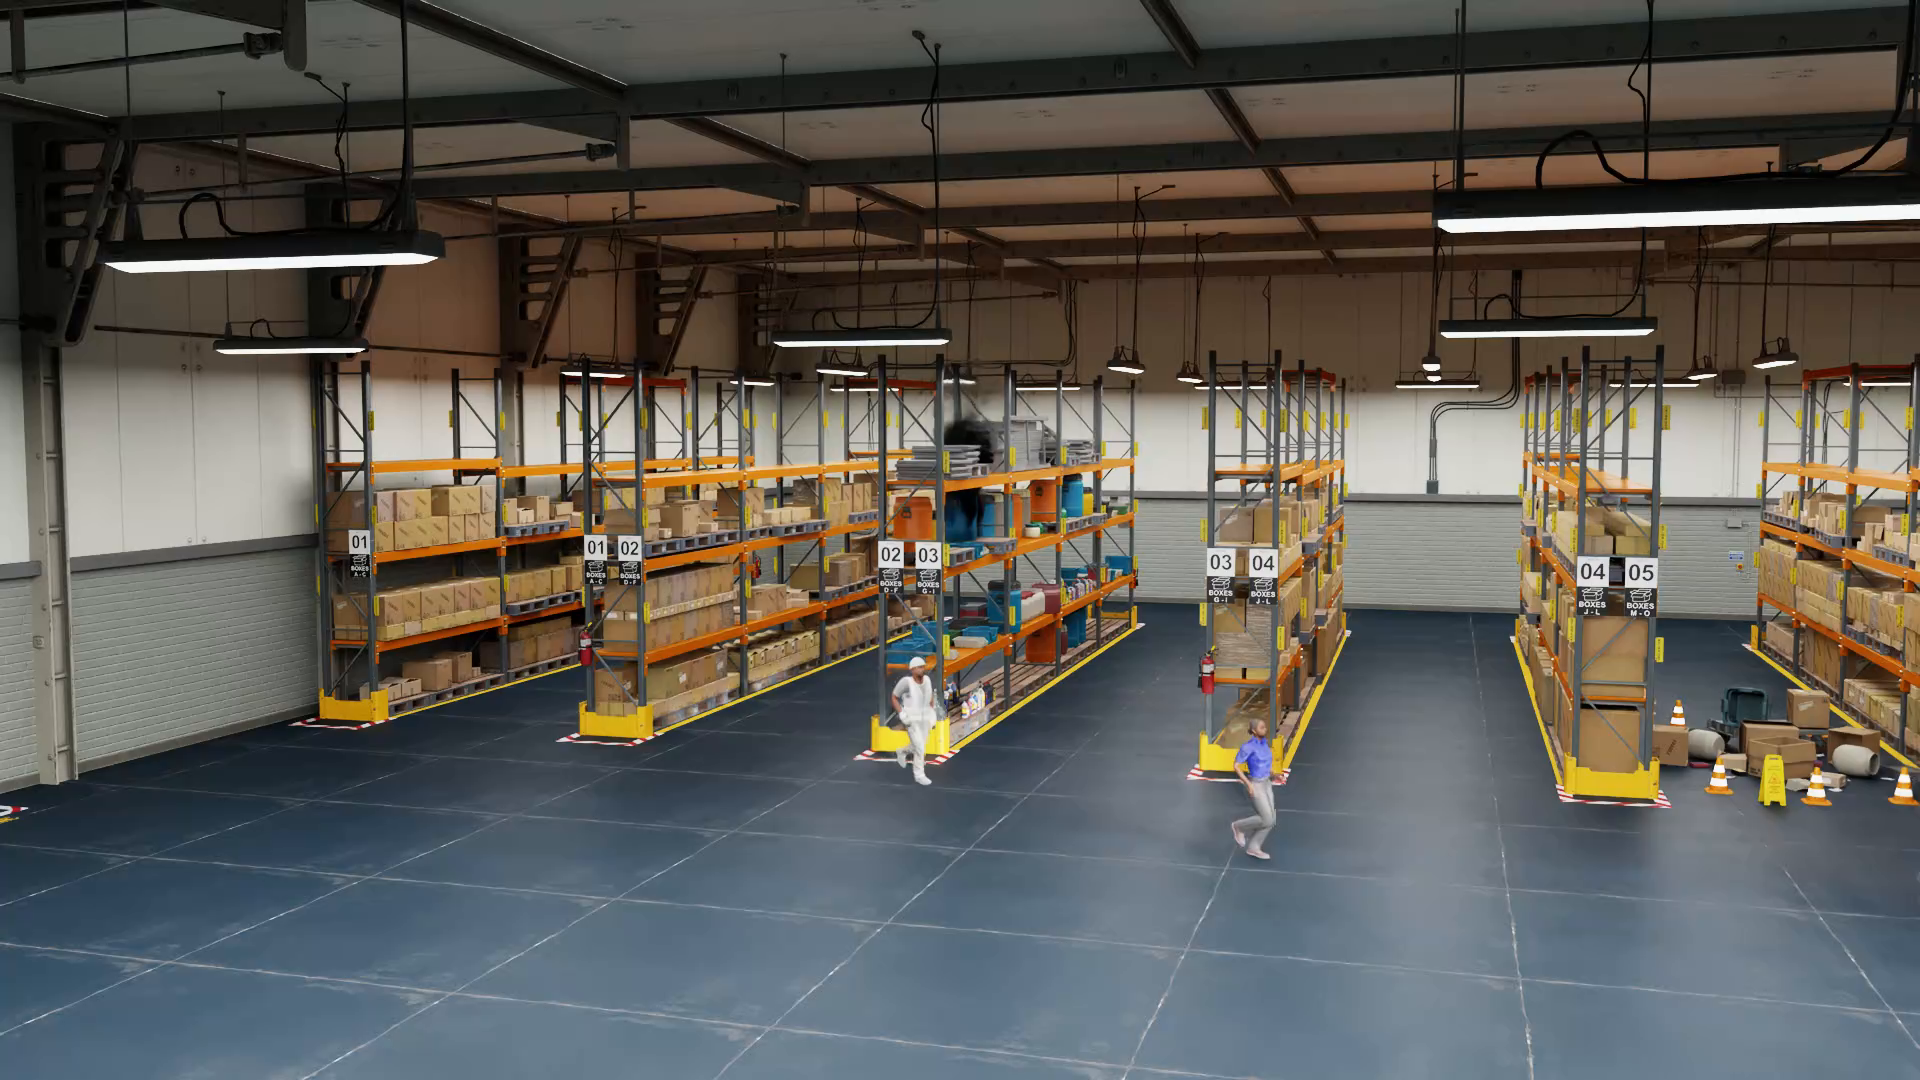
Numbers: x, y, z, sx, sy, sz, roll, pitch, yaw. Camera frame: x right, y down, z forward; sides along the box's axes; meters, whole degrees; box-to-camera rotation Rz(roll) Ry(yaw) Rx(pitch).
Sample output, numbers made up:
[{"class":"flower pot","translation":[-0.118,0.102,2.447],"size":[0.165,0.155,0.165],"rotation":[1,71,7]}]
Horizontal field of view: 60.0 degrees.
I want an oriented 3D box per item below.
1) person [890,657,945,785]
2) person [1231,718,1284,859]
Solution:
[{"class":"person","translation":[-0.675,2.485,23.119],"size":[0.664,1.746,0.817],"rotation":[-4,6,-44]},{"class":"person","translation":[3.423,2.849,19.061],"size":[0.559,1.600,0.575],"rotation":[4,5,41]}]
